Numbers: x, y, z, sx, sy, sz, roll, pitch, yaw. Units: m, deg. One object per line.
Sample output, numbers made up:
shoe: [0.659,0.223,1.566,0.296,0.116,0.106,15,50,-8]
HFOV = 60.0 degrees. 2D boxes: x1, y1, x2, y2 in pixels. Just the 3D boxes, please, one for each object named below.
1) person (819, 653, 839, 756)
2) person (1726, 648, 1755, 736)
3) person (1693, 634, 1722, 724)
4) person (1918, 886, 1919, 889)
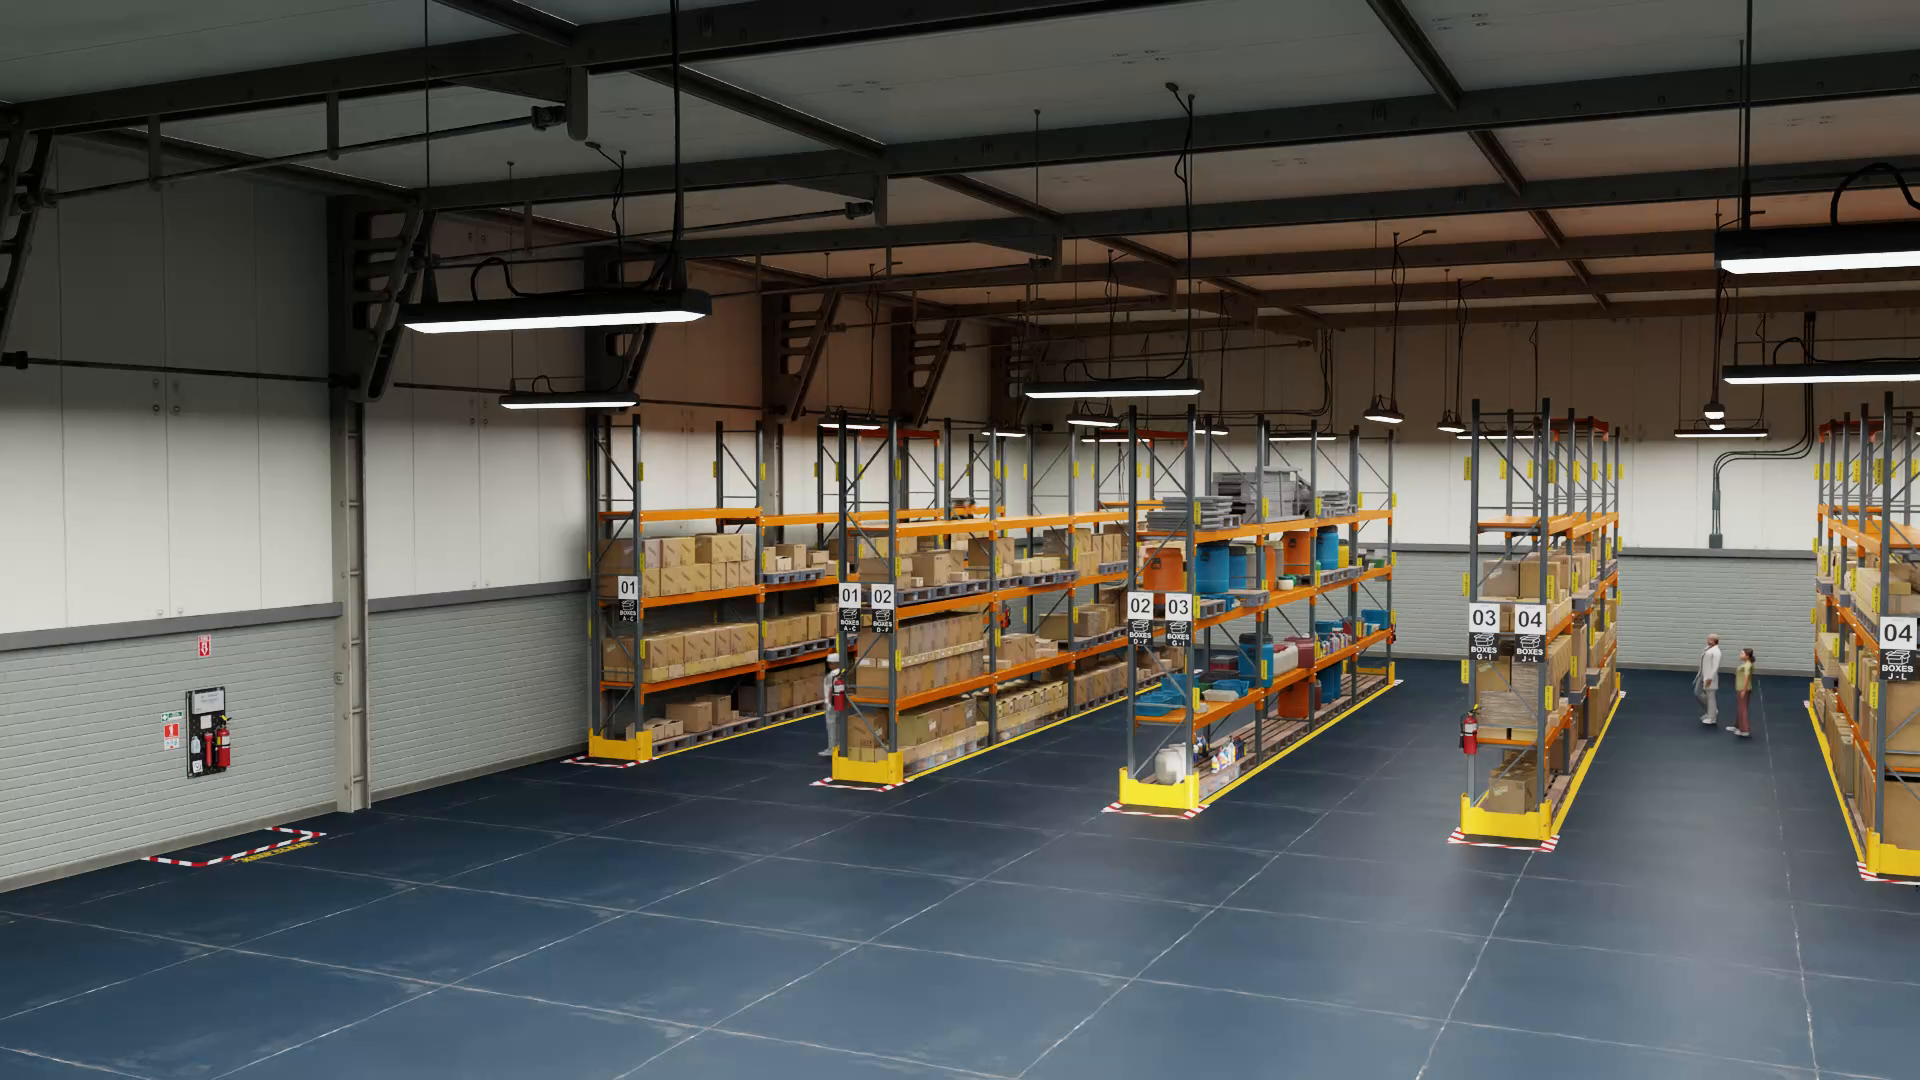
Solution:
person: [-2.230,2.892,29.360,0.421,1.788,0.618,1,2,19]
person: [14.853,2.872,31.716,0.571,1.667,0.469,2,3,43]
person: [14.929,2.749,33.136,0.506,1.783,0.662,0,2,-4]
person: [11.809,3.304,19.415,0.941,1.742,0.527,0,2,1]
